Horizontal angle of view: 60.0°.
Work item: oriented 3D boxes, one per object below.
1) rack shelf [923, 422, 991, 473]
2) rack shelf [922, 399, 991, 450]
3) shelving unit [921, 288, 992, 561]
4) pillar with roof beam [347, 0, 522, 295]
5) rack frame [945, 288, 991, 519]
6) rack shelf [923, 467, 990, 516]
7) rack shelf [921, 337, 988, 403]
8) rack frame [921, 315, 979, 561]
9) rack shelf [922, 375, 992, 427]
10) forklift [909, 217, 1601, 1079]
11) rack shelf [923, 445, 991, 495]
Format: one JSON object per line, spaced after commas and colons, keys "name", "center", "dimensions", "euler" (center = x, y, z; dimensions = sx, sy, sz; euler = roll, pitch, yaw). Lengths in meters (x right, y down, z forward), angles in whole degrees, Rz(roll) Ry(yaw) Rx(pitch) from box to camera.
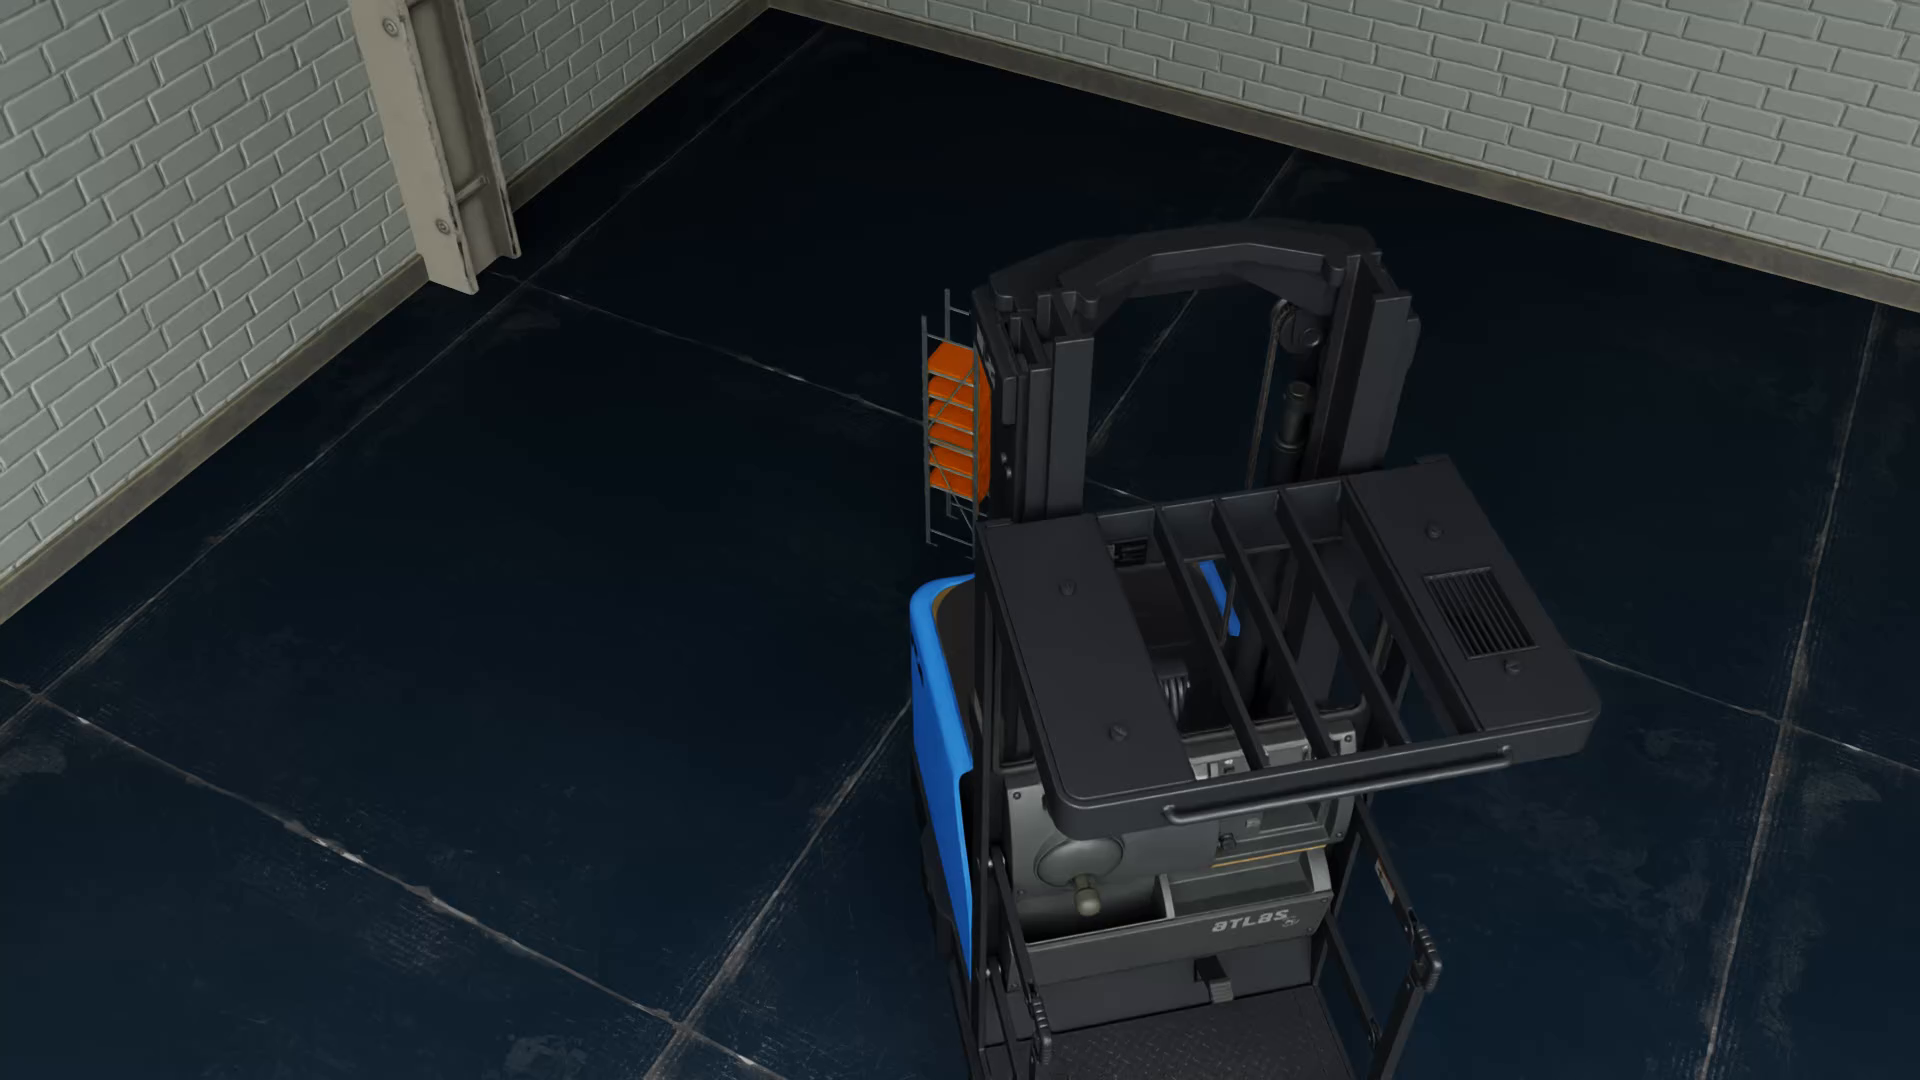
{"name": "rack shelf", "center": [0.007, -0.400, 6.644], "dimensions": [0.258, 0.103, 0.180], "euler": [20, 49, 19]}
{"name": "rack shelf", "center": [0.007, -0.484, 6.558], "dimensions": [0.258, 0.103, 0.180], "euler": [20, 49, 19]}
{"name": "shelving unit", "center": [0.007, -0.431, 6.612], "dimensions": [0.258, 1.200, 0.189], "euler": [20, 49, 19]}
{"name": "pillar with roof beam", "center": [1.357, -3.128, 3.794], "dimensions": [9.100, 9.000, 0.400], "euler": [20, 49, 19]}
{"name": "rack frame", "center": [0.049, -0.489, 6.669], "dimensions": [0.240, 1.200, 0.006], "euler": [20, 49, 19]}
{"name": "rack shelf", "center": [0.007, -0.231, 6.814], "dimensions": [0.258, 0.103, 0.180], "euler": [20, 49, 19]}
{"name": "rack shelf", "center": [0.007, -0.653, 6.388], "dimensions": [0.258, 0.103, 0.180], "euler": [20, 49, 19]}
{"name": "rack frame", "center": [-0.036, -0.373, 6.555], "dimensions": [0.240, 1.200, 0.006], "euler": [20, 49, 19]}
{"name": "rack shelf", "center": [0.007, -0.568, 6.473], "dimensions": [0.258, 0.103, 0.180], "euler": [20, 49, 19]}
{"name": "forklift", "center": [0.626, 0.818, 4.161], "dimensions": [1.130, 2.935, 3.031], "euler": [-8, 46, -8]}
{"name": "rack shelf", "center": [0.007, -0.315, 6.729], "dimensions": [0.258, 0.103, 0.180], "euler": [20, 49, 19]}
